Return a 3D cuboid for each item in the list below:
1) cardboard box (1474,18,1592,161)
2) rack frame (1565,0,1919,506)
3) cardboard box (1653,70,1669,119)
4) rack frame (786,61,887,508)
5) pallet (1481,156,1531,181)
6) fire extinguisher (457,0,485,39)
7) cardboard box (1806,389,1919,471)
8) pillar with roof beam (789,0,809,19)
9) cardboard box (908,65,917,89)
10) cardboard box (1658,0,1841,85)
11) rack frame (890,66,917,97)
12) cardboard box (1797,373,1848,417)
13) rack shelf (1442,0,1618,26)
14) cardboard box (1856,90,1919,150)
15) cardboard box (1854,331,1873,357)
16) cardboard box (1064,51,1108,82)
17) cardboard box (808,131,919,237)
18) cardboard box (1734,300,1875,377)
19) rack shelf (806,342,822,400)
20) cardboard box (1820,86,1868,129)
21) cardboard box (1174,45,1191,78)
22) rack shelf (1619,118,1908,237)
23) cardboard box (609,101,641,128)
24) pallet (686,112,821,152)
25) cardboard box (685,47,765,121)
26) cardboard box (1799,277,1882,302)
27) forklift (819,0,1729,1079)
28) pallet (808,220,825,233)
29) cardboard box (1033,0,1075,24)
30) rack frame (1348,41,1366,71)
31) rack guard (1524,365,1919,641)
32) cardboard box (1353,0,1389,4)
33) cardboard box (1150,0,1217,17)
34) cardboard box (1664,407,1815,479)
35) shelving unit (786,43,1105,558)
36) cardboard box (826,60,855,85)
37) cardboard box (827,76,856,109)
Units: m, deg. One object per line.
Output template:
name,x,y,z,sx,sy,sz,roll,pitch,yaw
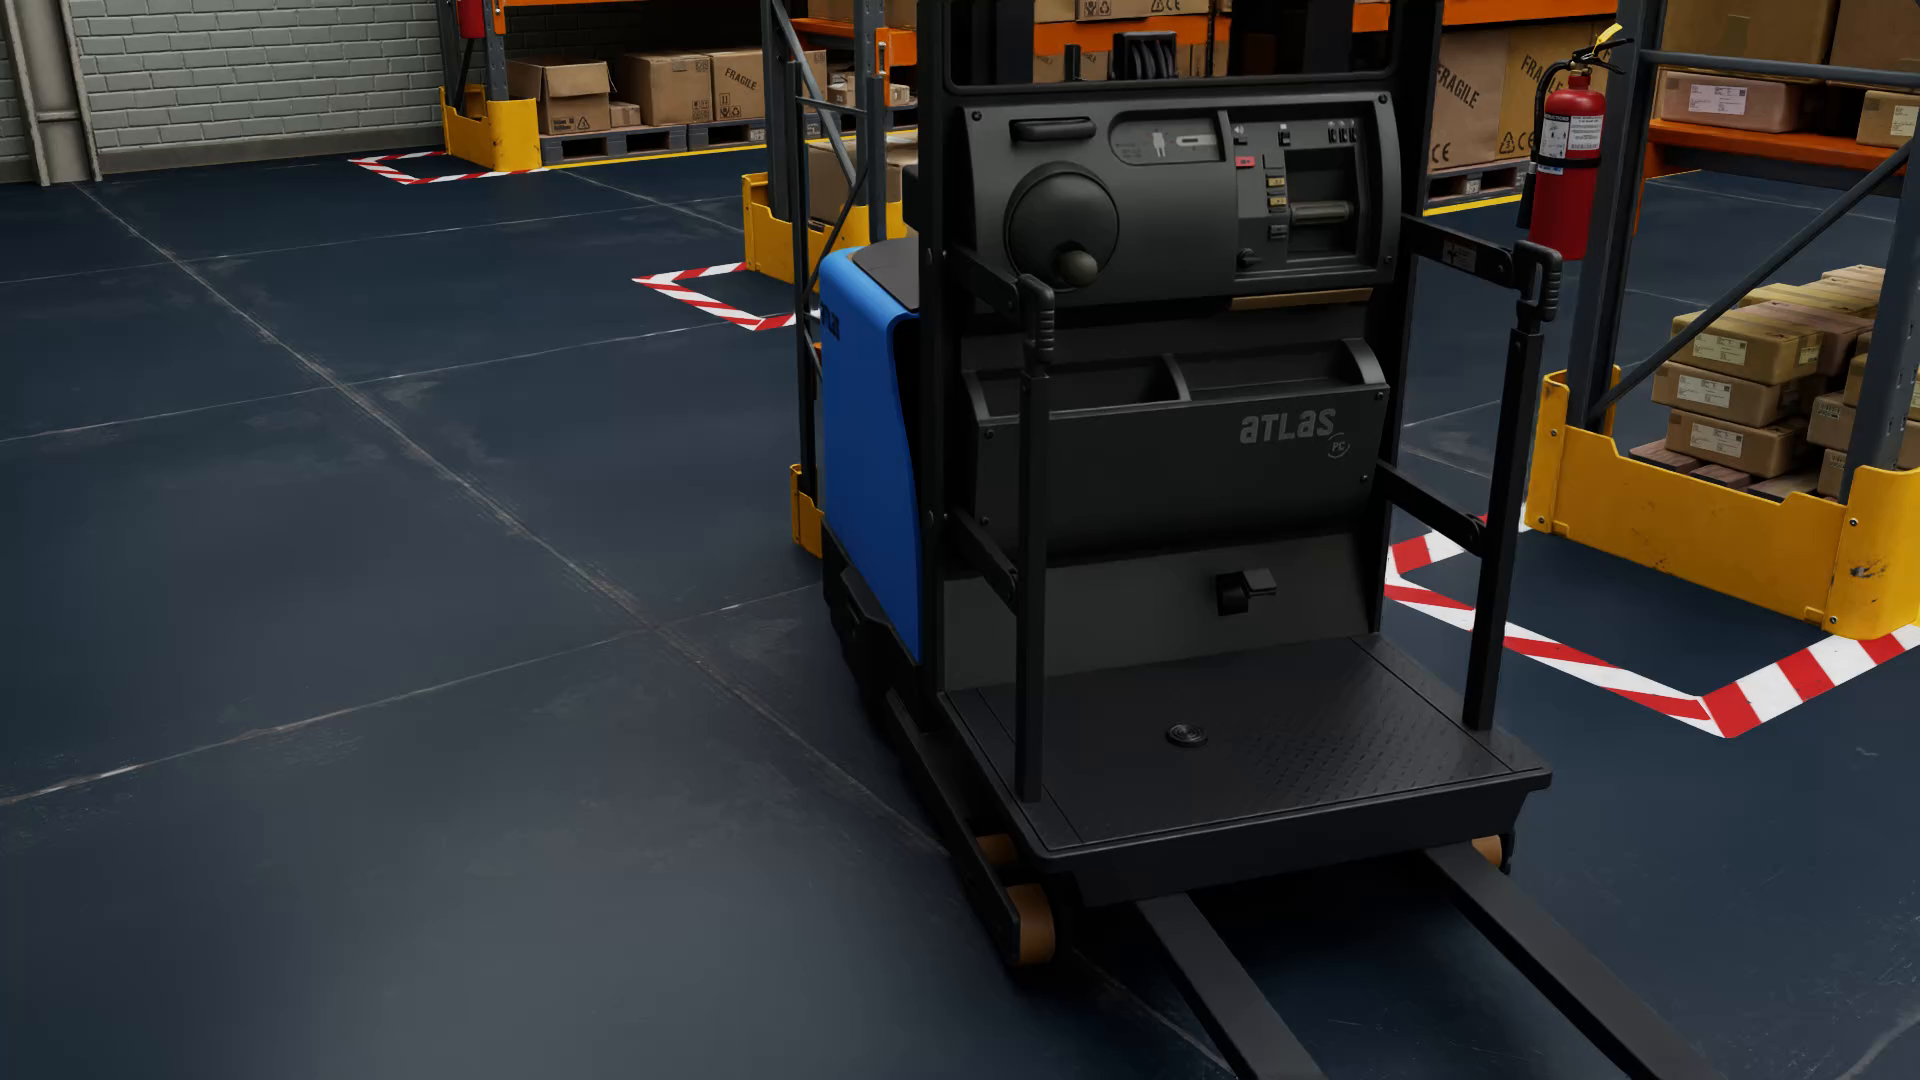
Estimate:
cardboard box,3.730,-3.193,11.652,0.875,0.875,0.875,-14,26,-31
rack frame,2.271,-1.296,4.596,0.127,3.000,1.000,-15,26,-33
cardboard box,5.183,-3.578,12.617,0.875,0.875,0.875,-15,26,-33
rack frame,-0.355,-0.618,4.922,0.032,1.500,0.500,-14,26,-31
pallet,4.119,-2.789,12.101,1.213,0.211,1.003,-15,26,-33
fire extinguisher,-3.453,-3.876,11.669,0.183,0.674,0.296,-15,26,-33
cardboard box,2.846,-0.341,5.083,0.250,0.149,0.380,-14,26,-31
pillar with roof beam,1.066,-6.733,10.128,0.400,9.000,9.100,-15,26,-33
cardboard box,-0.131,-4.351,15.058,0.500,0.500,0.500,-15,26,-33
cardboard box,2.486,-1.655,4.961,0.500,0.500,0.500,-14,26,-32
rack frame,-0.357,-5.121,14.184,0.127,3.000,1.000,-15,26,-33
cardboard box,2.776,-0.545,5.595,0.250,0.149,0.380,-16,27,-34
rack shelf,4.169,-3.728,11.662,4.000,0.370,1.077,-15,26,-33
cardboard box,2.725,-1.151,4.572,0.250,0.149,0.380,-15,26,-33
cardboard box,3.048,-0.550,5.205,0.250,0.149,0.380,-14,26,-32
cardboard box,1.001,-4.417,15.225,0.500,0.500,0.500,-16,27,-34
cardboard box,-0.225,-1.941,9.104,0.875,0.438,0.875,-16,27,-35
cardboard box,2.790,-0.671,5.508,0.250,0.149,0.380,-14,26,-32
rack shelf,0.068,-0.556,5.251,1.000,0.185,0.538,-14,26,-31
cardboard box,2.594,-1.377,5.140,0.250,0.149,0.380,-15,26,-33
cardboard box,1.837,-4.646,15.798,0.500,0.500,0.500,-14,25,-31
rack shelf,3.895,-1.395,5.815,4.000,0.370,1.077,-15,26,-33
cardboard box,-2.684,-3.311,12.926,0.250,0.149,0.380,-16,27,-35
pallet,-1.906,-3.412,13.663,1.213,0.211,1.003,-15,26,-33
cardboard box,-1.848,-3.651,13.305,0.500,0.500,0.500,-14,26,-32
cardboard box,3.174,-0.802,5.837,0.250,0.149,0.380,-16,27,-35
forklift,0.524,-0.682,3.151,1.130,2.935,3.031,-6,23,-16
pallet,-0.099,-1.665,9.283,1.213,0.211,1.003,-15,26,-33
cardboard box,0.250,-2.945,8.594,0.500,0.500,0.500,-15,26,-34
rack frame,2.545,-3.629,10.443,0.127,3.000,1.000,-15,26,-33
rack guard,2.333,-0.151,5.101,0.348,0.500,1.175,-15,26,-33
cardboard box,2.318,-3.498,9.981,0.500,0.500,0.500,-15,26,-32
cardboard box,1.070,-3.163,9.141,0.500,0.500,0.500,-14,26,-31
cardboard box,2.577,-0.343,5.490,0.250,0.149,0.380,-14,26,-32
shelving unit,0.061,-0.721,5.179,1.083,1.500,0.587,-14,26,-31
cardboard box,-1.031,-3.996,14.424,0.500,0.311,0.500,-14,26,-31
cardboard box,-0.927,-3.760,13.895,0.258,0.266,0.396,-14,26,-31
